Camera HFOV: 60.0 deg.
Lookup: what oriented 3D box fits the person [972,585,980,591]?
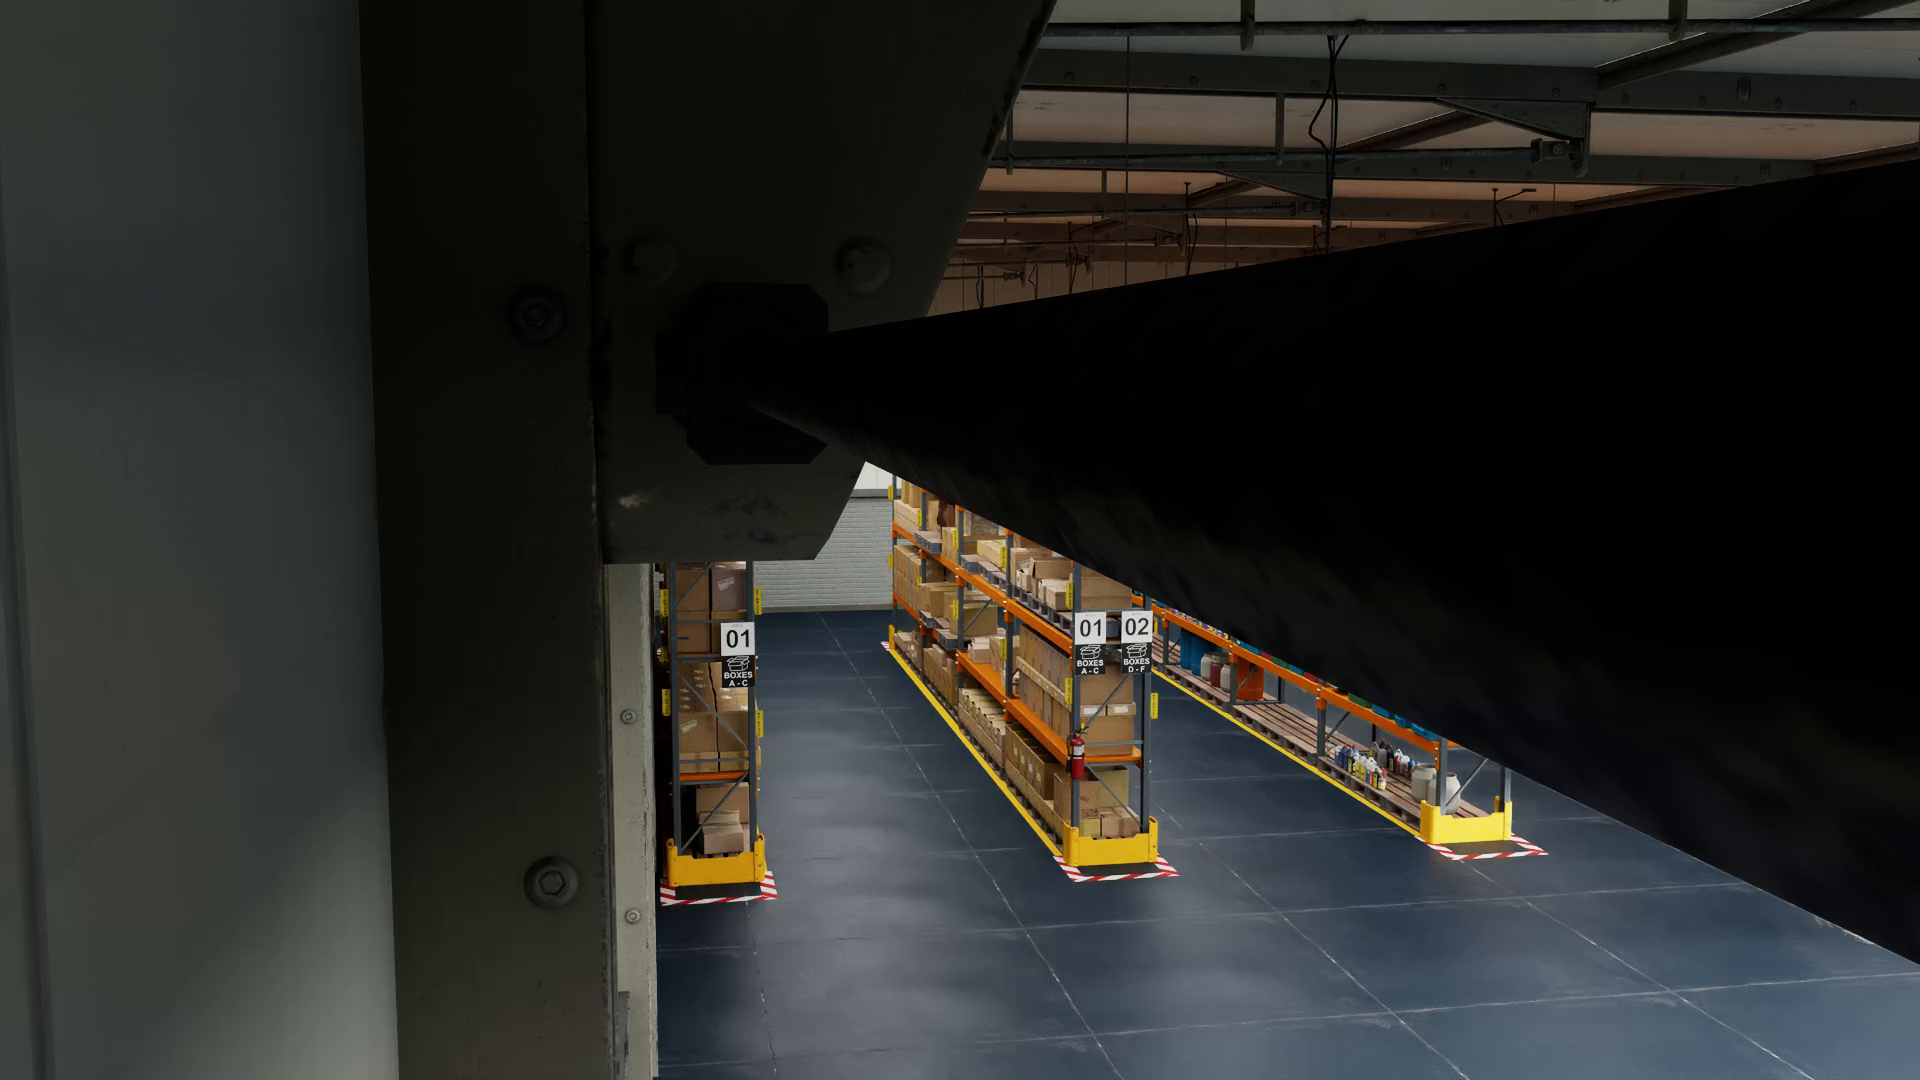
[{"bbox_3d":[0.572,1.435,37.475,0.563,1.708,0.661,4,7,33],"label":"person"}]
